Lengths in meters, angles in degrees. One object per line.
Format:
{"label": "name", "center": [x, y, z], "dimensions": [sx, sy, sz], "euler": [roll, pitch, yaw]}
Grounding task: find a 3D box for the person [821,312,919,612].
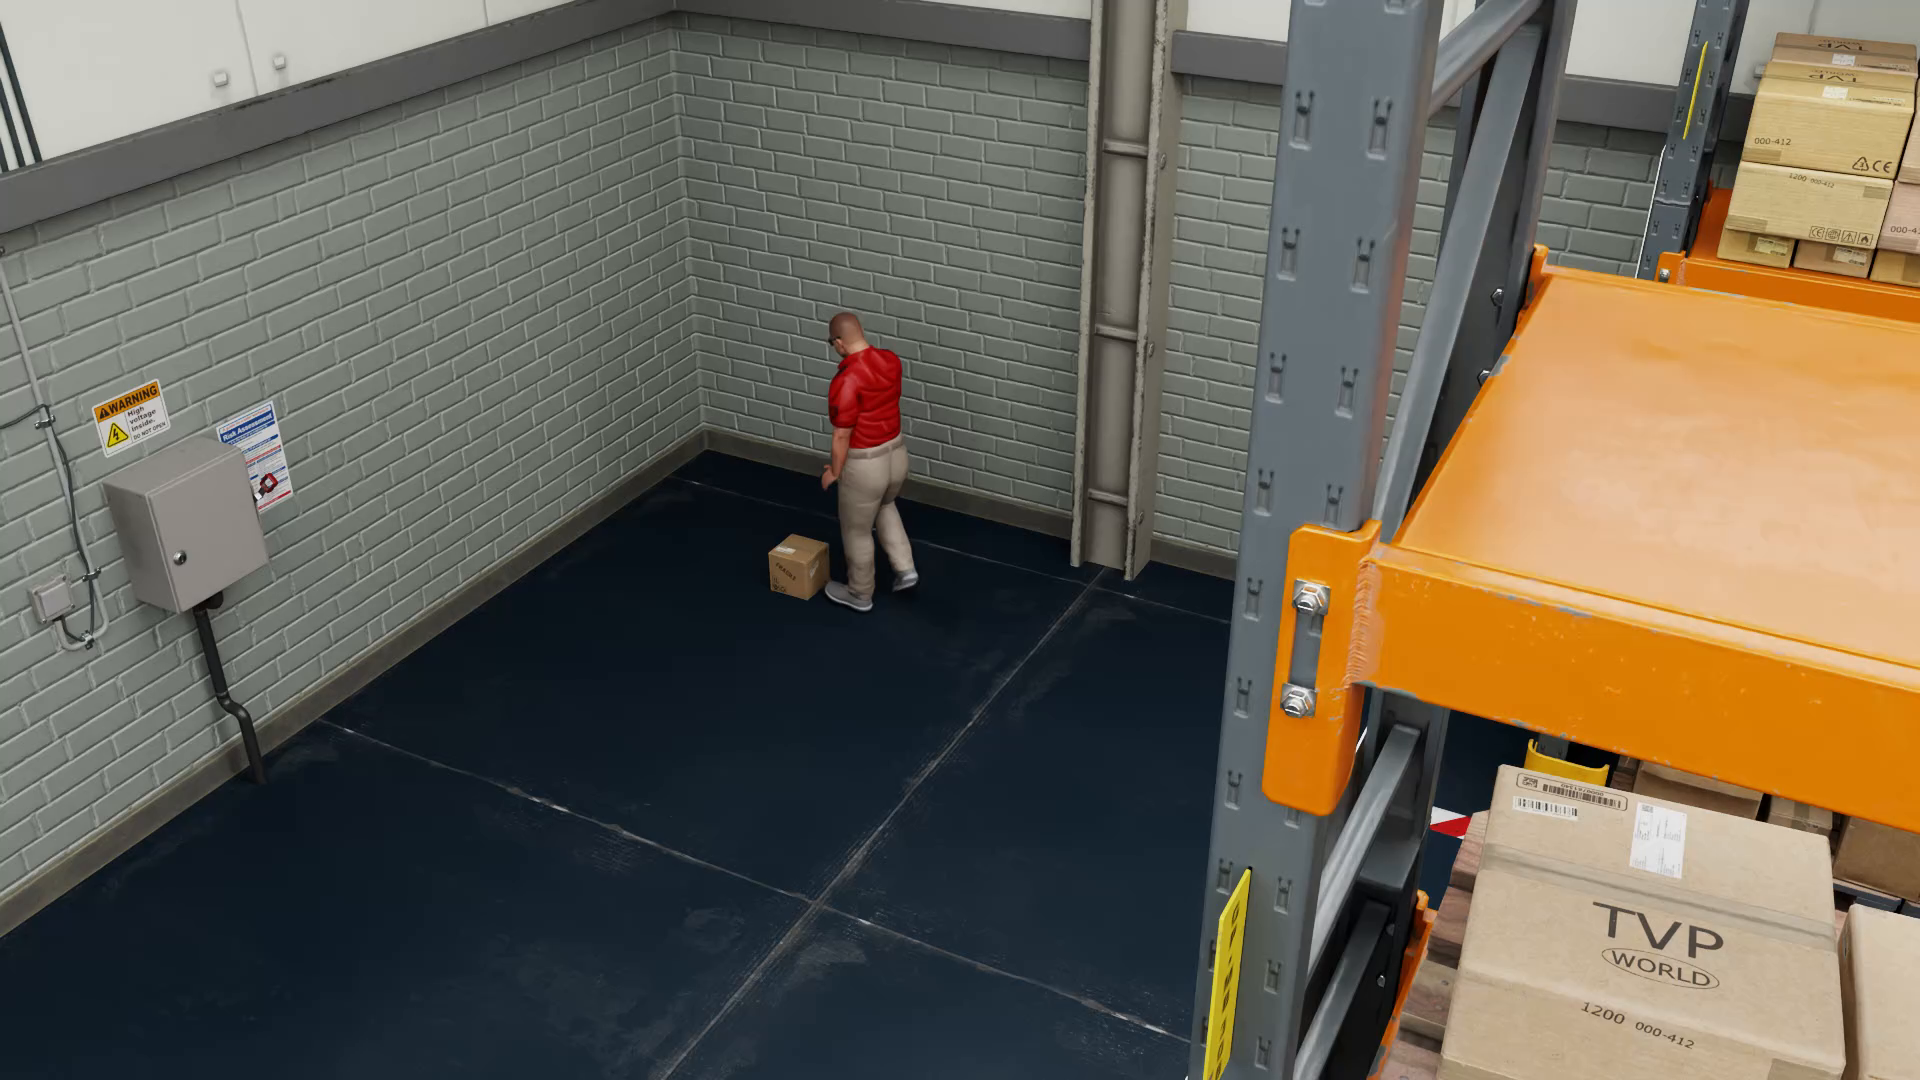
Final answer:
{"label": "person", "center": [-0.535, -0.408, 9.022], "dimensions": [0.565, 1.742, 0.551], "euler": [21, 36, 33]}
